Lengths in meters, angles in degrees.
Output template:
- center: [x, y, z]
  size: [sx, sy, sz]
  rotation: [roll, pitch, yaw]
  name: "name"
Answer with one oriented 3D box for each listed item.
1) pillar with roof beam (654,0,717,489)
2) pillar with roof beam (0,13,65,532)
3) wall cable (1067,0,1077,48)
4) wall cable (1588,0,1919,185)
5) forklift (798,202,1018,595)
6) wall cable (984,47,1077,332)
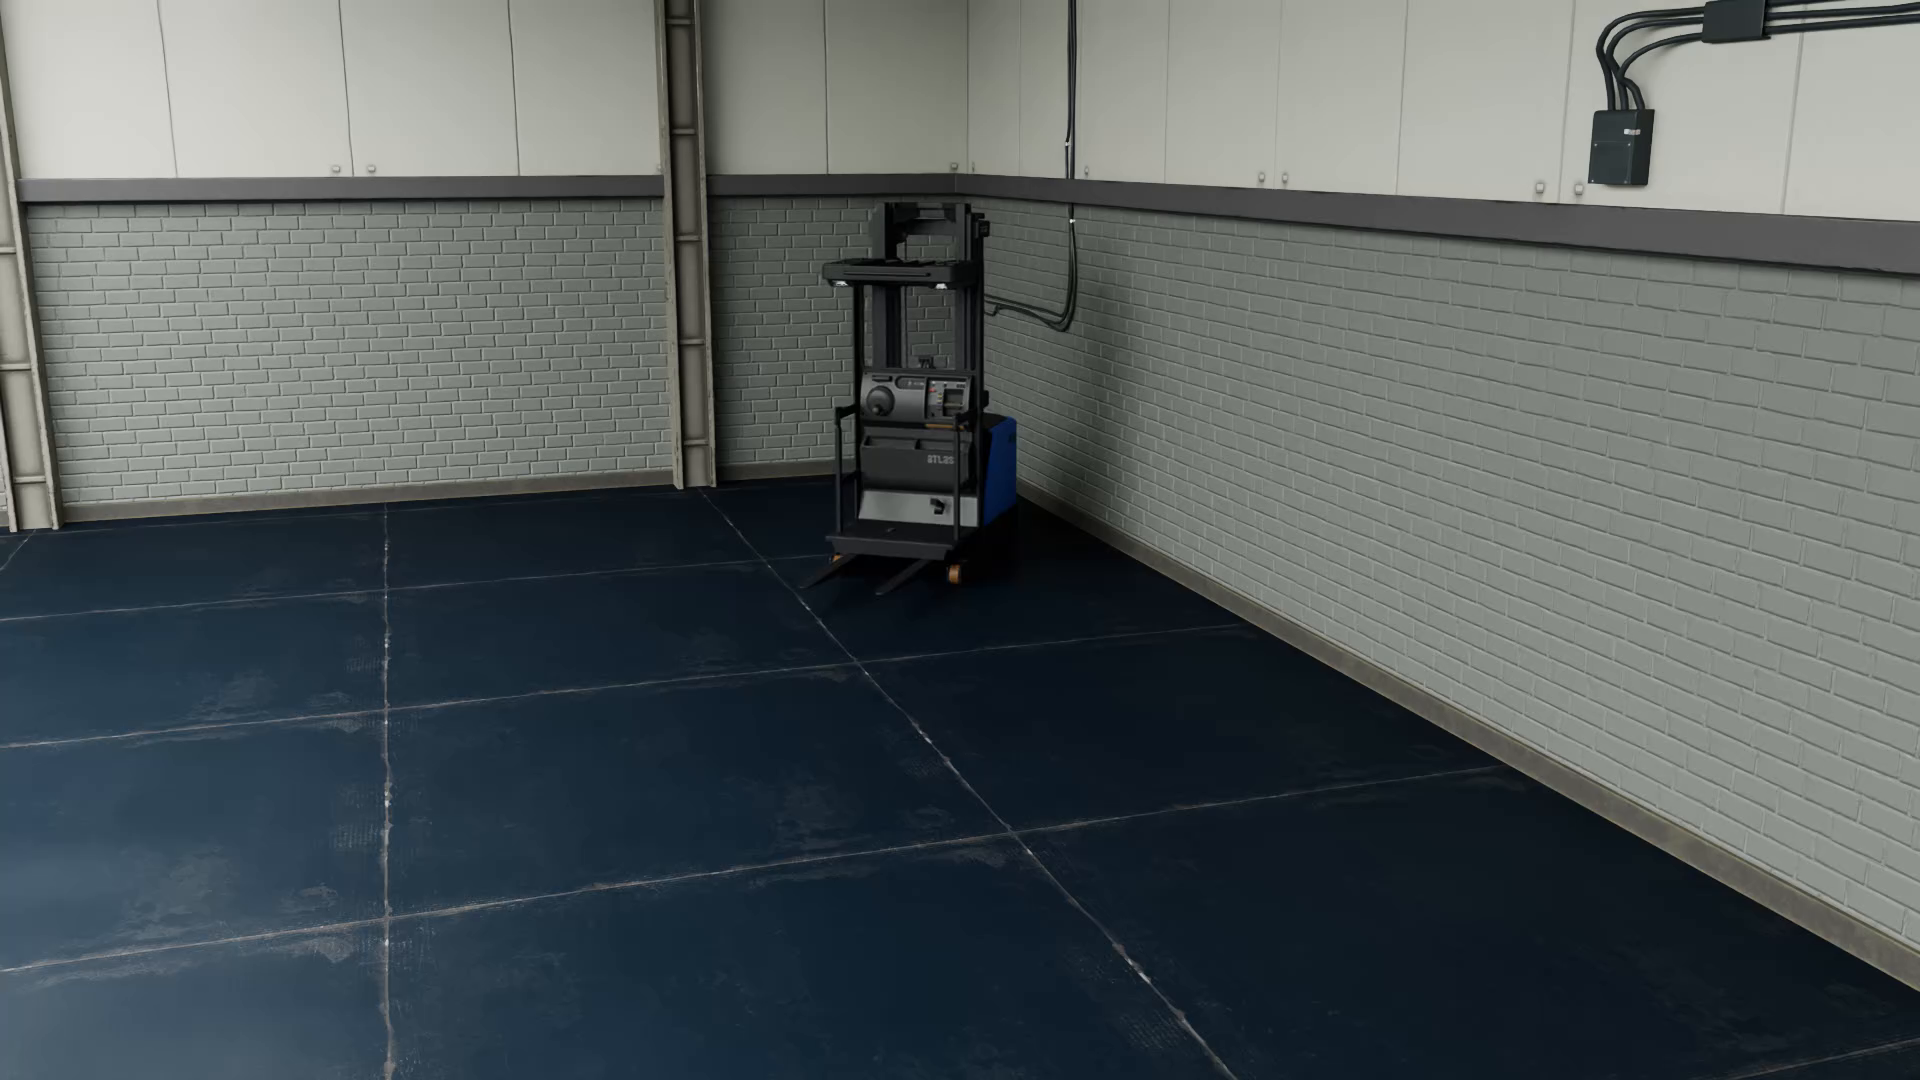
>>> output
- center: [-1.337, -3.996, 11.996]
  size: [0.400, 9.000, 9.100]
  rotation: [-4, 14, -18]
  name: "pillar with roof beam"
- center: [-7.024, -3.553, 10.134]
  size: [0.400, 9.000, 9.100]
  rotation: [-4, 14, -18]
  name: "pillar with roof beam"
- center: [1.367, -5.221, 12.940]
  size: [0.112, 2.526, 3.097]
  rotation: [-4, 14, -18]
  name: "wall cable"
- center: [3.517, -4.439, 6.508]
  size: [0.169, 6.003, 2.305]
  rotation: [-4, 14, -18]
  name: "wall cable"
- center: [-0.417, -1.174, 13.245]
  size: [1.130, 2.935, 3.031]
  rotation: [4, 14, 17]
  name: "forklift"
- center: [0.504, -3.357, 16.019]
  size: [0.112, 2.526, 3.097]
  rotation: [-4, 14, -18]
  name: "wall cable"
